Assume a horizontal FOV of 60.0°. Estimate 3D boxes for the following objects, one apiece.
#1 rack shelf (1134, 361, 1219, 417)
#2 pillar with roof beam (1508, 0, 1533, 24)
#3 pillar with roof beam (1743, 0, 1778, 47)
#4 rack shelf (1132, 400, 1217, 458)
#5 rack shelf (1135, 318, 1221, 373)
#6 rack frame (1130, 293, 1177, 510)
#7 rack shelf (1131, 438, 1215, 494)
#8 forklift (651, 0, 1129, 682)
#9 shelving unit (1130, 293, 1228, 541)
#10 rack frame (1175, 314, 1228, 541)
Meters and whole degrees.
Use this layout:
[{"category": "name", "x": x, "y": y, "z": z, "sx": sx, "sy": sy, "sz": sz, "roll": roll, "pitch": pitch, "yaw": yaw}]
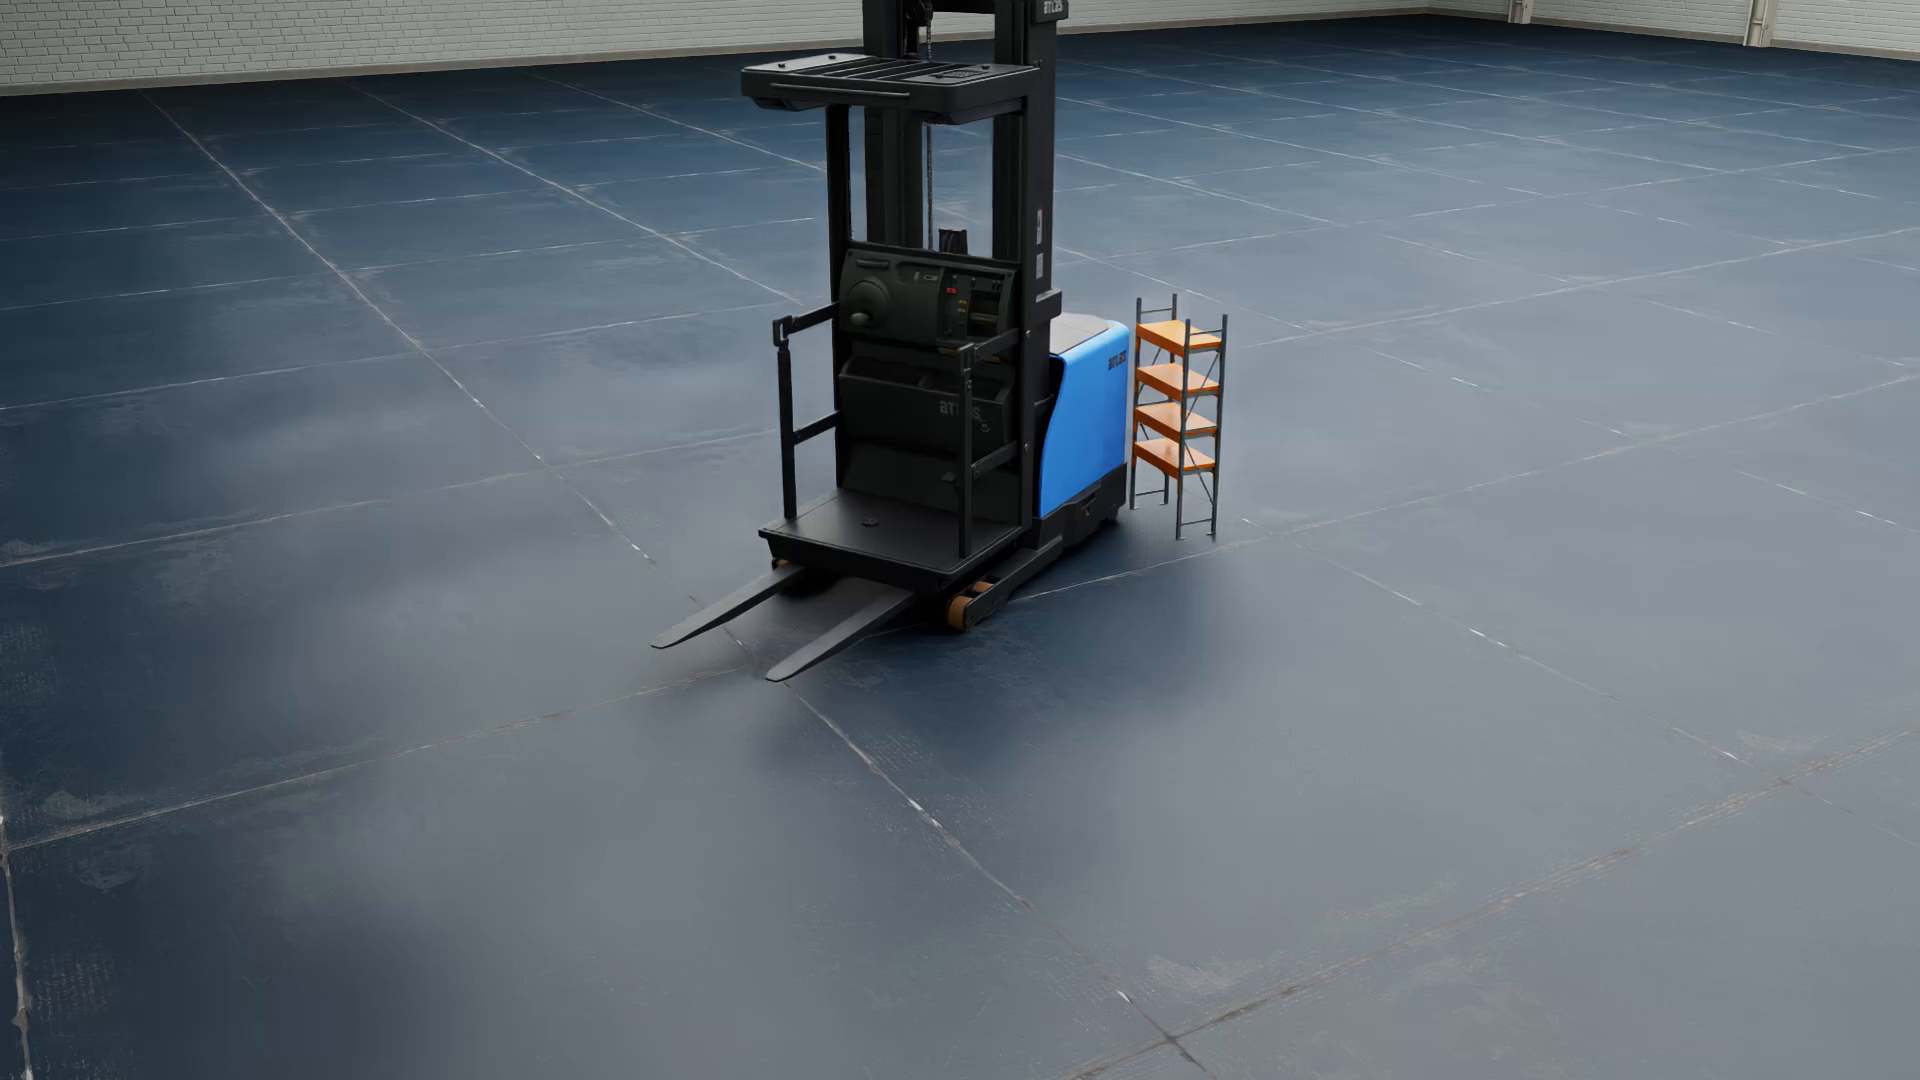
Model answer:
[{"category": "rack shelf", "x": 1.149, "y": -0.802, "z": 8.773, "sx": 0.258, "sy": 0.148, "sz": 0.480, "roll": -10, "pitch": 24, "yaw": -22}, {"category": "pillar with roof beam", "x": 8.916, "y": -15.008, "z": 33.784, "sx": 9.100, "sy": 9.000, "sz": 0.400, "roll": -13, "pitch": 25, "yaw": -28}, {"category": "pillar with roof beam", "x": 11.981, "y": -13.065, "z": 29.005, "sx": 9.100, "sy": 9.000, "sz": 0.400, "roll": -13, "pitch": 25, "yaw": -28}, {"category": "rack shelf", "x": 1.151, "y": -0.595, "z": 8.858, "sx": 0.258, "sy": 0.148, "sz": 0.480, "roll": -10, "pitch": 24, "yaw": -22}, {"category": "rack shelf", "x": 1.148, "y": -1.021, "z": 8.683, "sx": 0.258, "sy": 0.148, "sz": 0.480, "roll": -10, "pitch": 24, "yaw": -22}, {"category": "rack frame", "x": 1.049, "y": -0.741, "z": 9.038, "sx": 0.240, "sy": 1.200, "sz": 0.015, "roll": -10, "pitch": 24, "yaw": -22}, {"category": "rack shelf", "x": 1.152, "y": -0.411, "z": 8.933, "sx": 0.258, "sy": 0.148, "sz": 0.480, "roll": -10, "pitch": 24, "yaw": -22}, {"category": "forklift", "x": -0.270, "y": -1.128, "z": 7.695, "sx": 1.130, "sy": 2.935, "sz": 3.031, "roll": 12, "pitch": 25, "yaw": 28}, {"category": "shelving unit", "x": 1.150, "y": -0.657, "z": 8.832, "sx": 0.258, "sy": 1.200, "sz": 0.503, "roll": -10, "pitch": 24, "yaw": -22}, {"category": "rack frame", "x": 1.251, "y": -0.573, "z": 8.626, "sx": 0.240, "sy": 1.200, "sz": 0.015, "roll": -10, "pitch": 24, "yaw": -22}]
